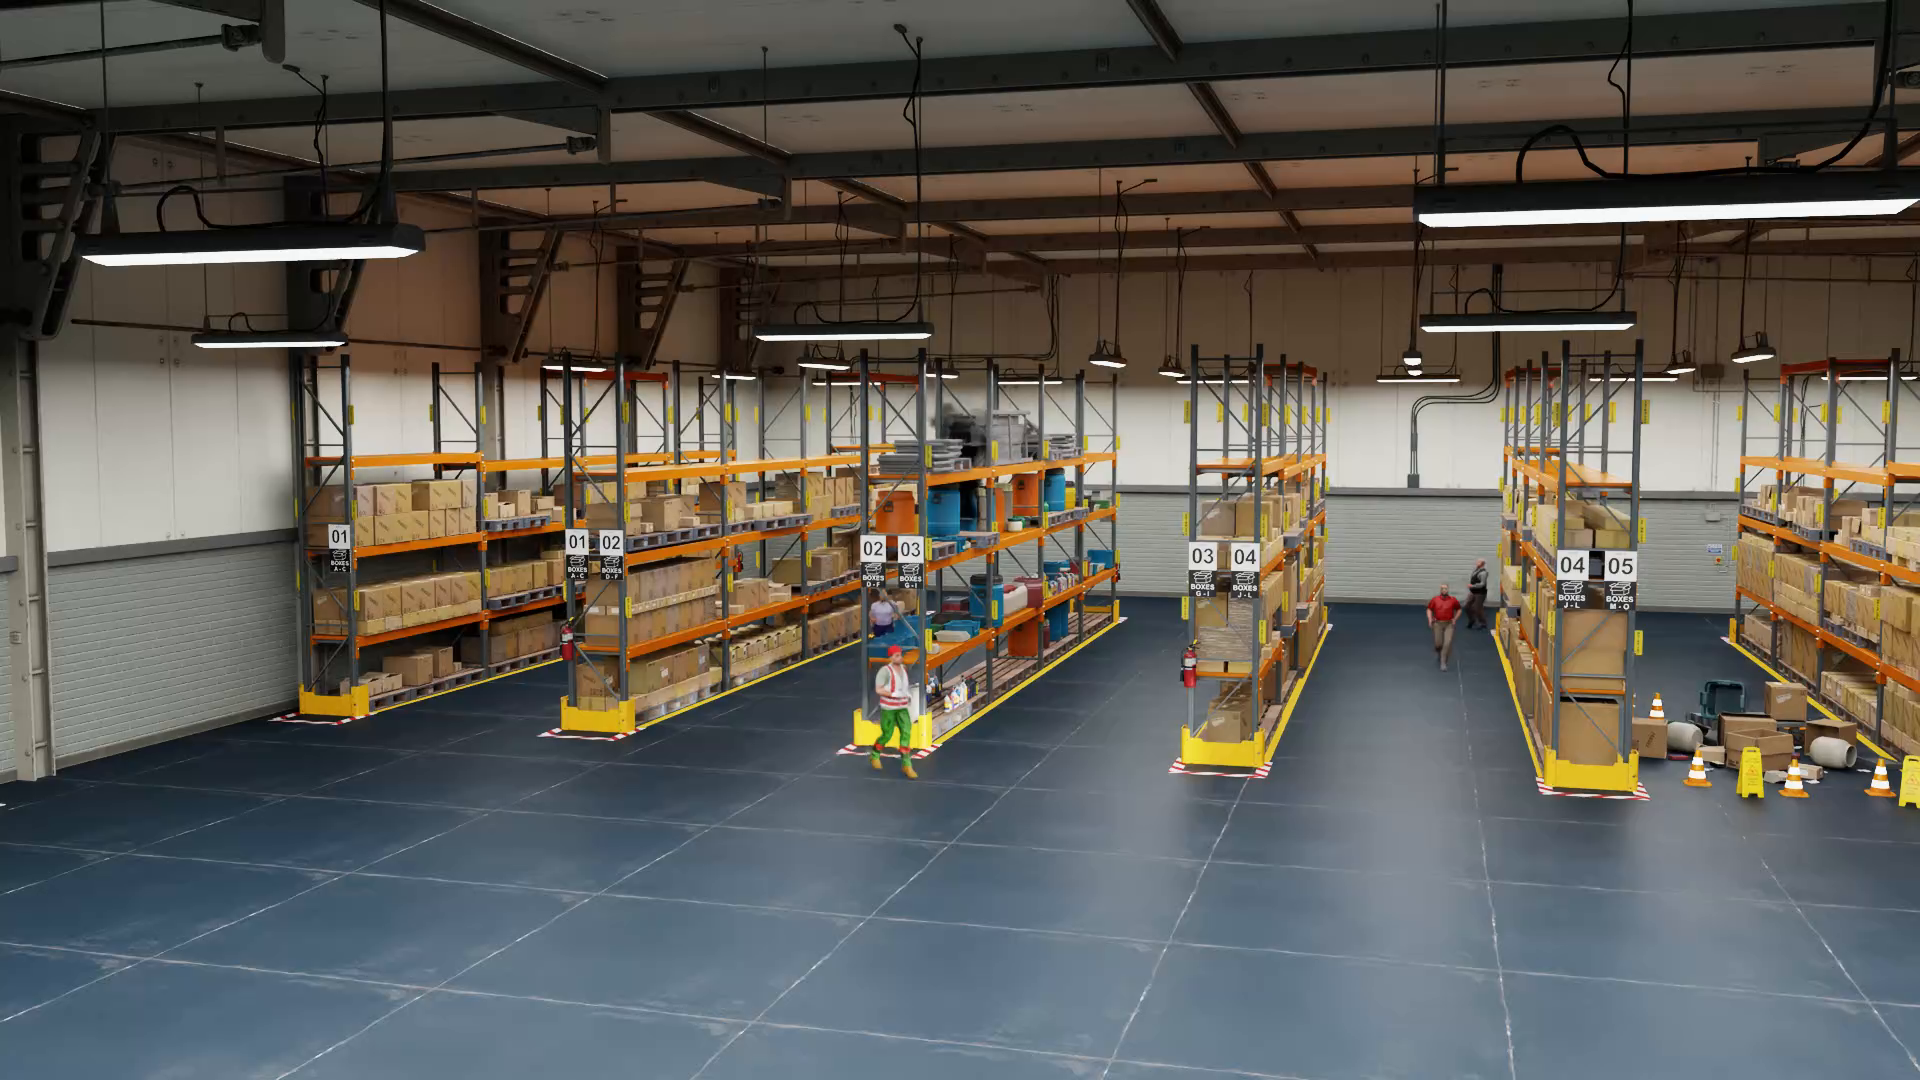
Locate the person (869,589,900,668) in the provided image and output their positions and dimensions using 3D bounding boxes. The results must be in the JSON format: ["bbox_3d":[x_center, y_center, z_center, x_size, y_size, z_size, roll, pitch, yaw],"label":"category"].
[{"bbox_3d":[-1.474,1.767,32.045,0.606,1.648,0.924,0,4,3],"label":"person"}]

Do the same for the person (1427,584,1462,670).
[{"bbox_3d":[9.591,1.707,32.940,0.671,1.691,0.657,1,4,16],"label":"person"}]

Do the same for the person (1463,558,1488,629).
[{"bbox_3d":[12.058,1.263,38.705,0.647,1.715,0.660,-1,4,-14],"label":"person"}]

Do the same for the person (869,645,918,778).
[{"bbox_3d":[-0.924,2.362,23.176,0.680,1.821,0.864,-4,6,-42],"label":"person"}]
